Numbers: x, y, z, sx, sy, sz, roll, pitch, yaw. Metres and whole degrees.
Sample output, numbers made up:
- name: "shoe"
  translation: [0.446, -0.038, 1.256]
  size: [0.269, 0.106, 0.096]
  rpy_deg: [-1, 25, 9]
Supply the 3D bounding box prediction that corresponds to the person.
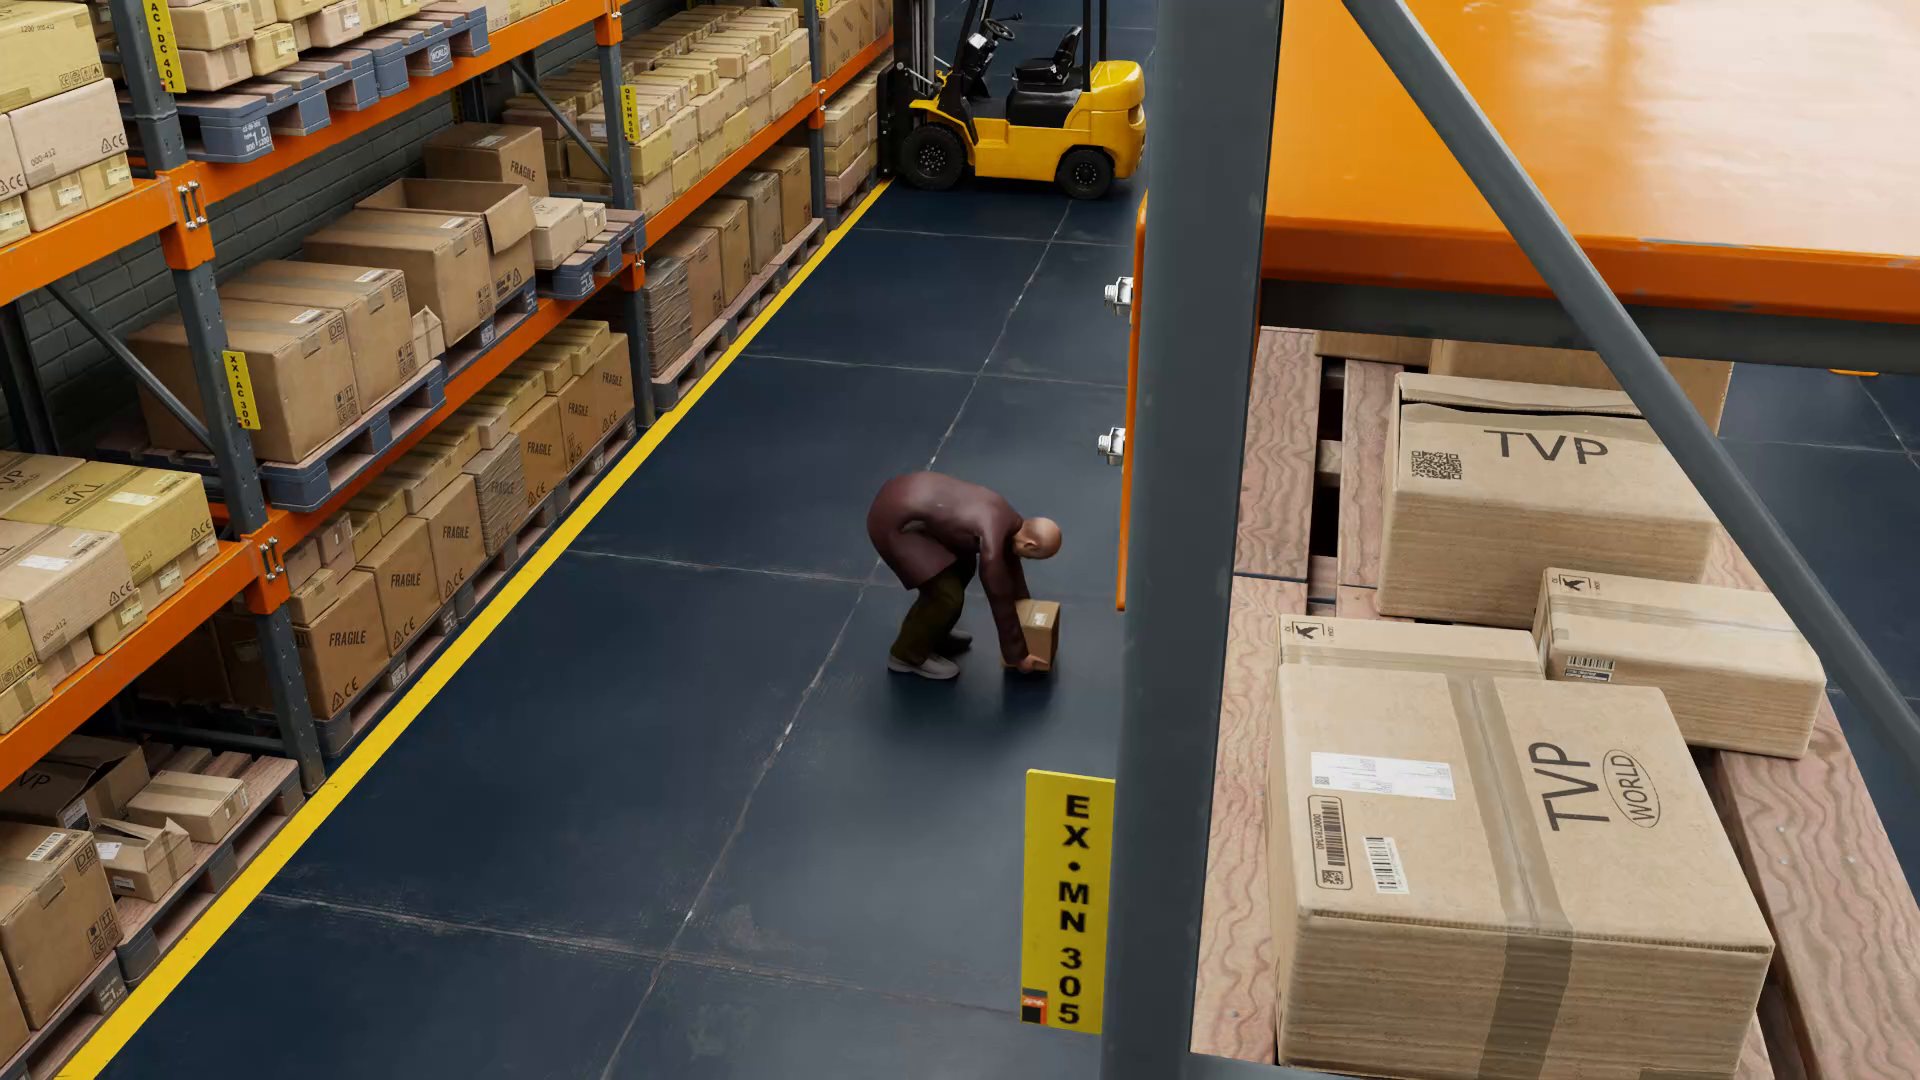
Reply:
- name: "person"
  translation: [0.022, 0.163, 8.128]
  size: [0.943, 1.023, 0.589]
  rpy_deg: [4, 29, 8]
